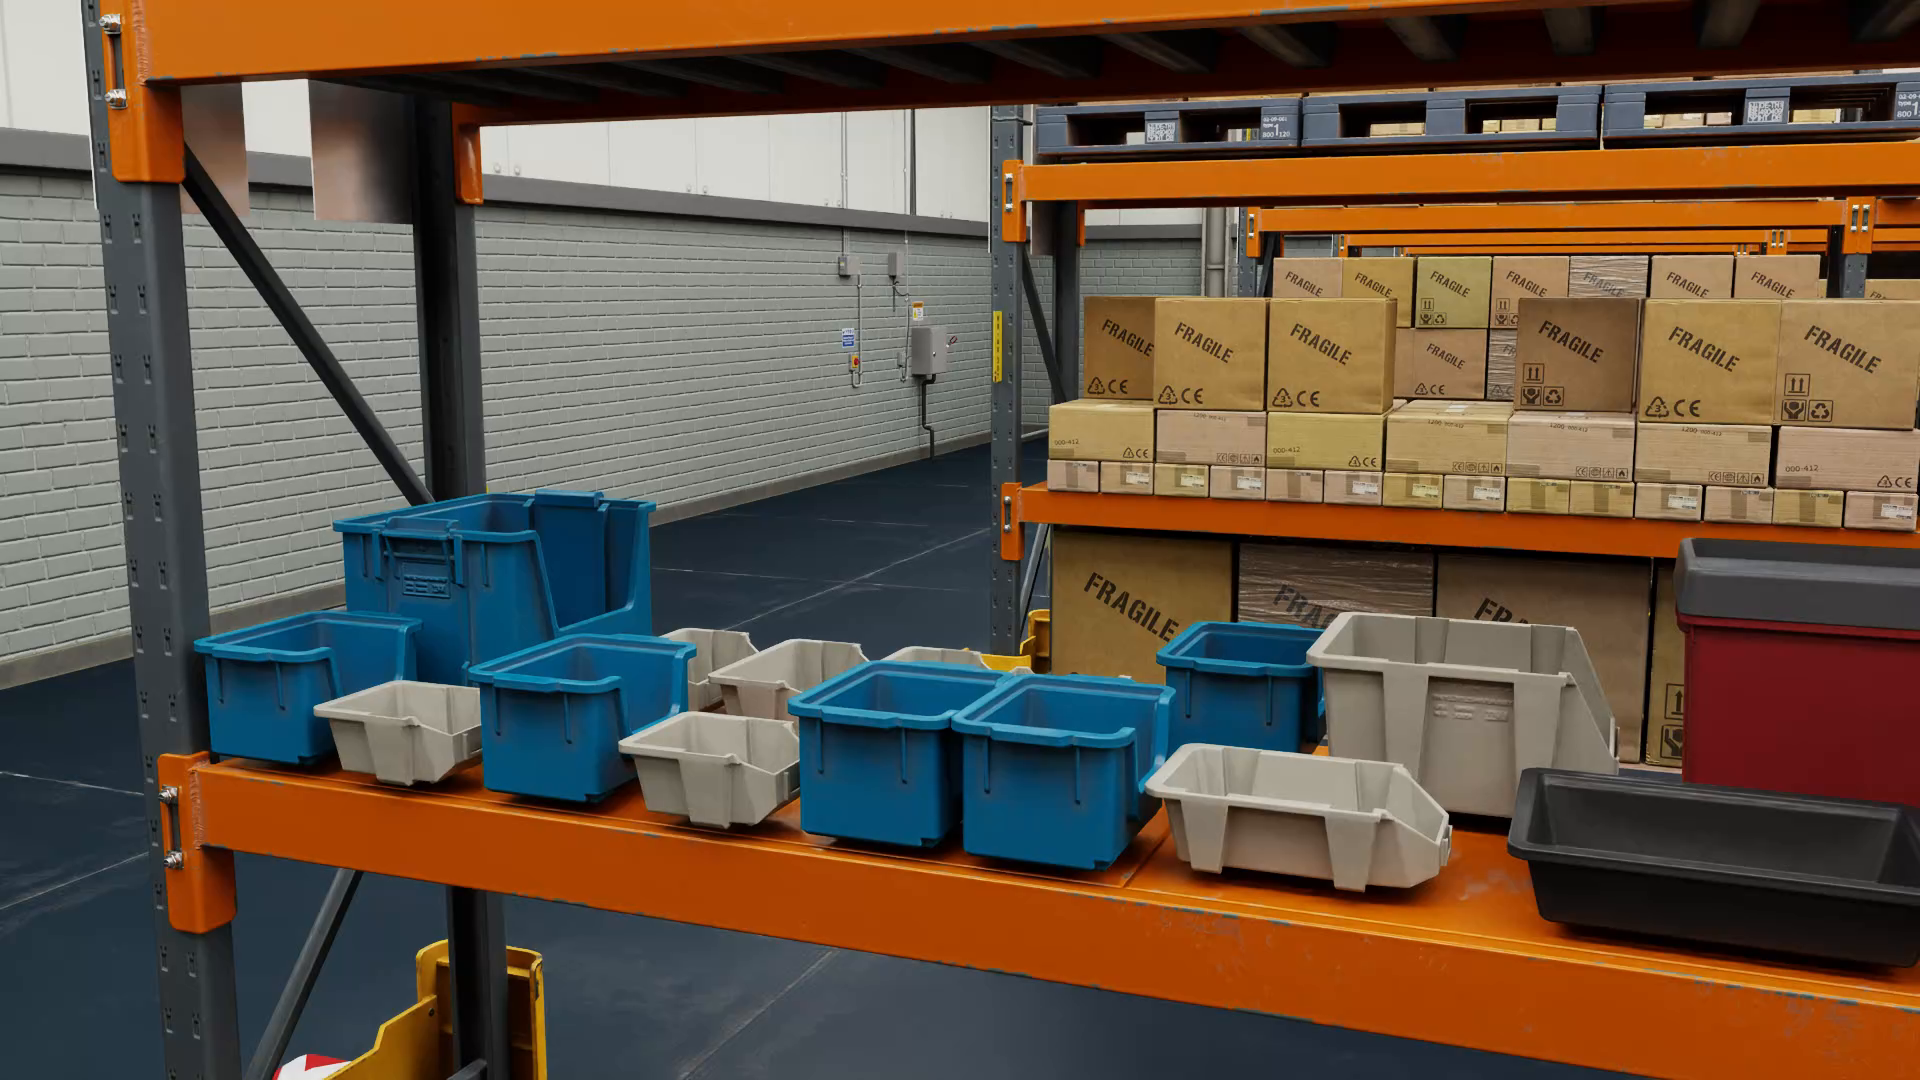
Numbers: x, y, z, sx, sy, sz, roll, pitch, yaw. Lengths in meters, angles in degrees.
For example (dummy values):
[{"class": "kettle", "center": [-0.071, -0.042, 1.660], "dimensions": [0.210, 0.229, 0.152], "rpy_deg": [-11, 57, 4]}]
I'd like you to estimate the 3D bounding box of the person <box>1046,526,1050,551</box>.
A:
[{"class": "person", "center": [0.948, 0.241, 10.405], "dimensions": [0.847, 0.877, 0.471], "rpy_deg": [3, 9, 18]}]
